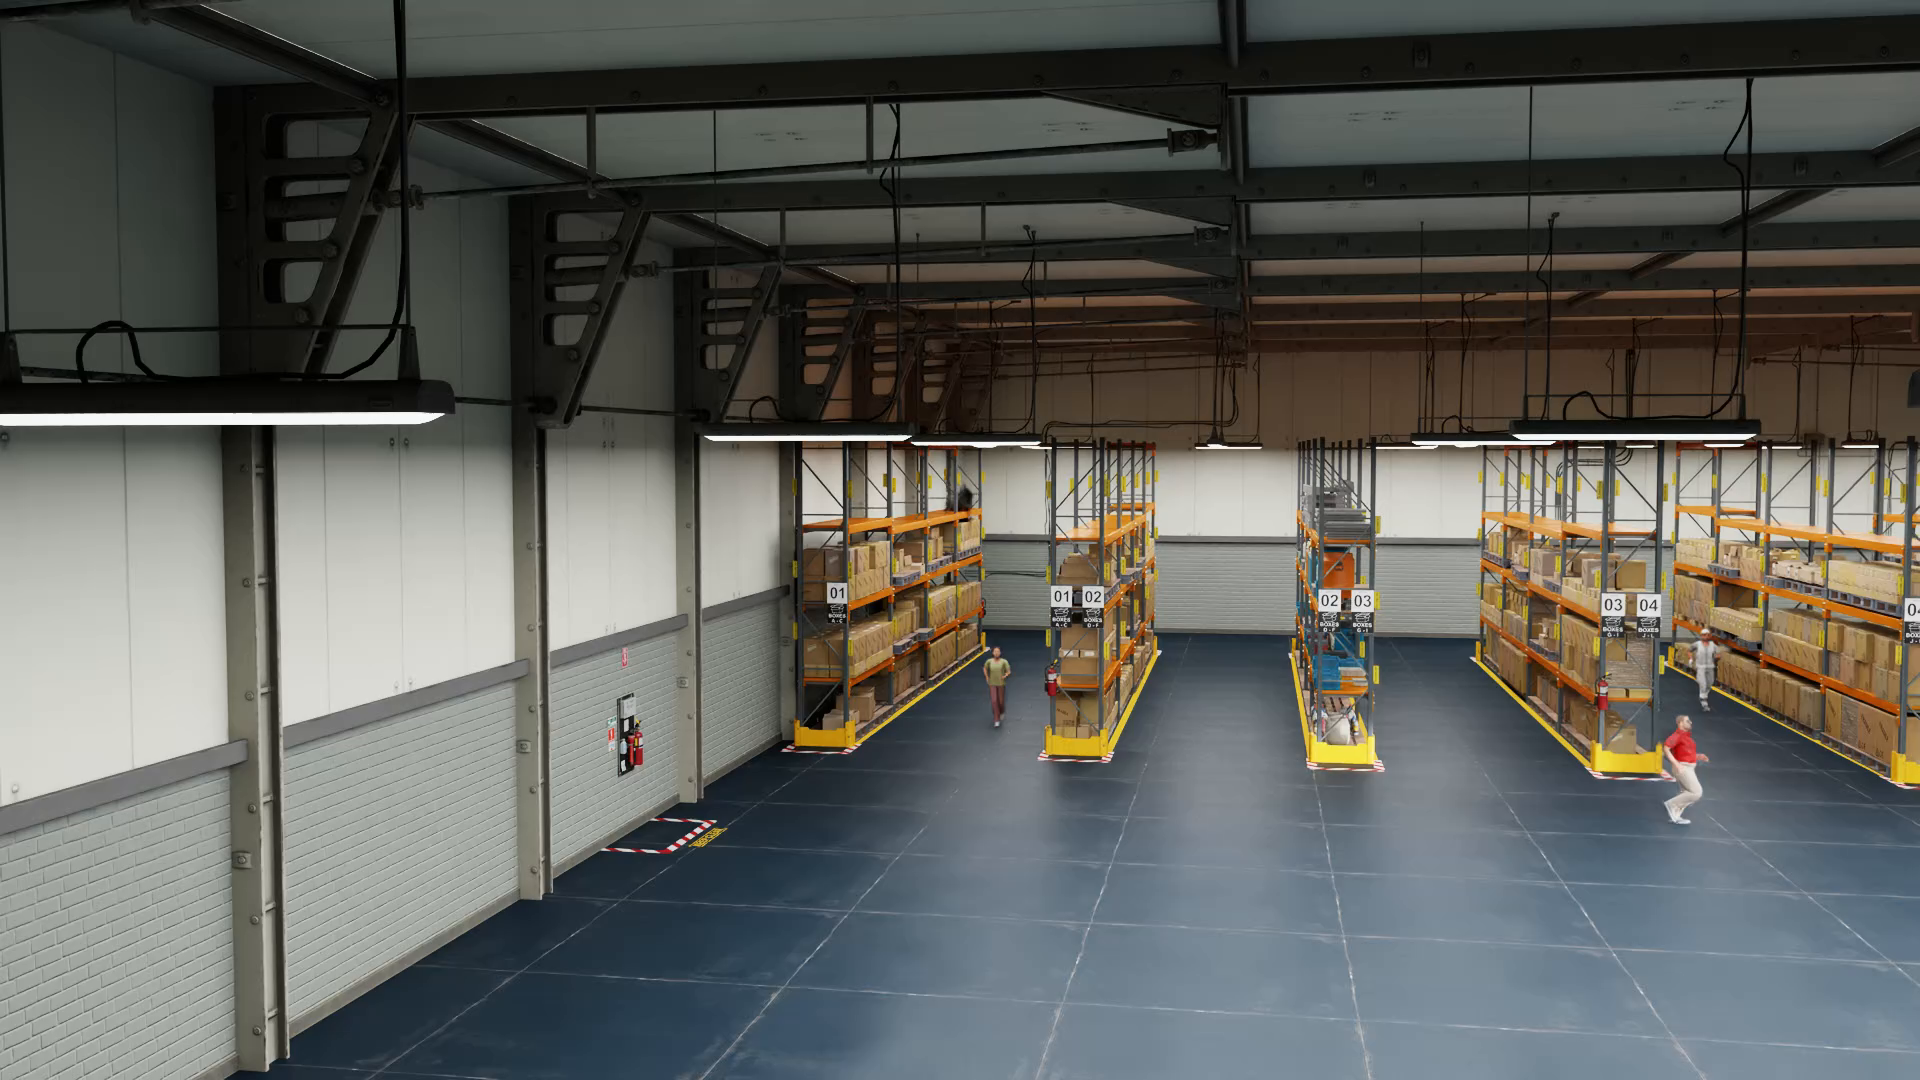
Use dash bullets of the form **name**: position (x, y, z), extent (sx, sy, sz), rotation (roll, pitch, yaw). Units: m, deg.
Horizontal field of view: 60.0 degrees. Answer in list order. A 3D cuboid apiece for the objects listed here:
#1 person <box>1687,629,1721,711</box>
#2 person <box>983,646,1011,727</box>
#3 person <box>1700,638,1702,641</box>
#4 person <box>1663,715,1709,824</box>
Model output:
- **person**: position (16.487, 2.851, 36.807), extent (0.658, 1.770, 1.005), rotation (0, 3, 7)
- **person**: position (0.770, 3.045, 34.816), extent (0.588, 1.654, 0.797), rotation (0, 3, 5)
- **person**: position (20.561, 2.444, 45.622), extent (0.594, 1.729, 0.681), rotation (1, 3, 11)
- **person**: position (11.139, 3.526, 25.469), extent (0.588, 1.669, 0.651), rotation (2, 4, 35)
